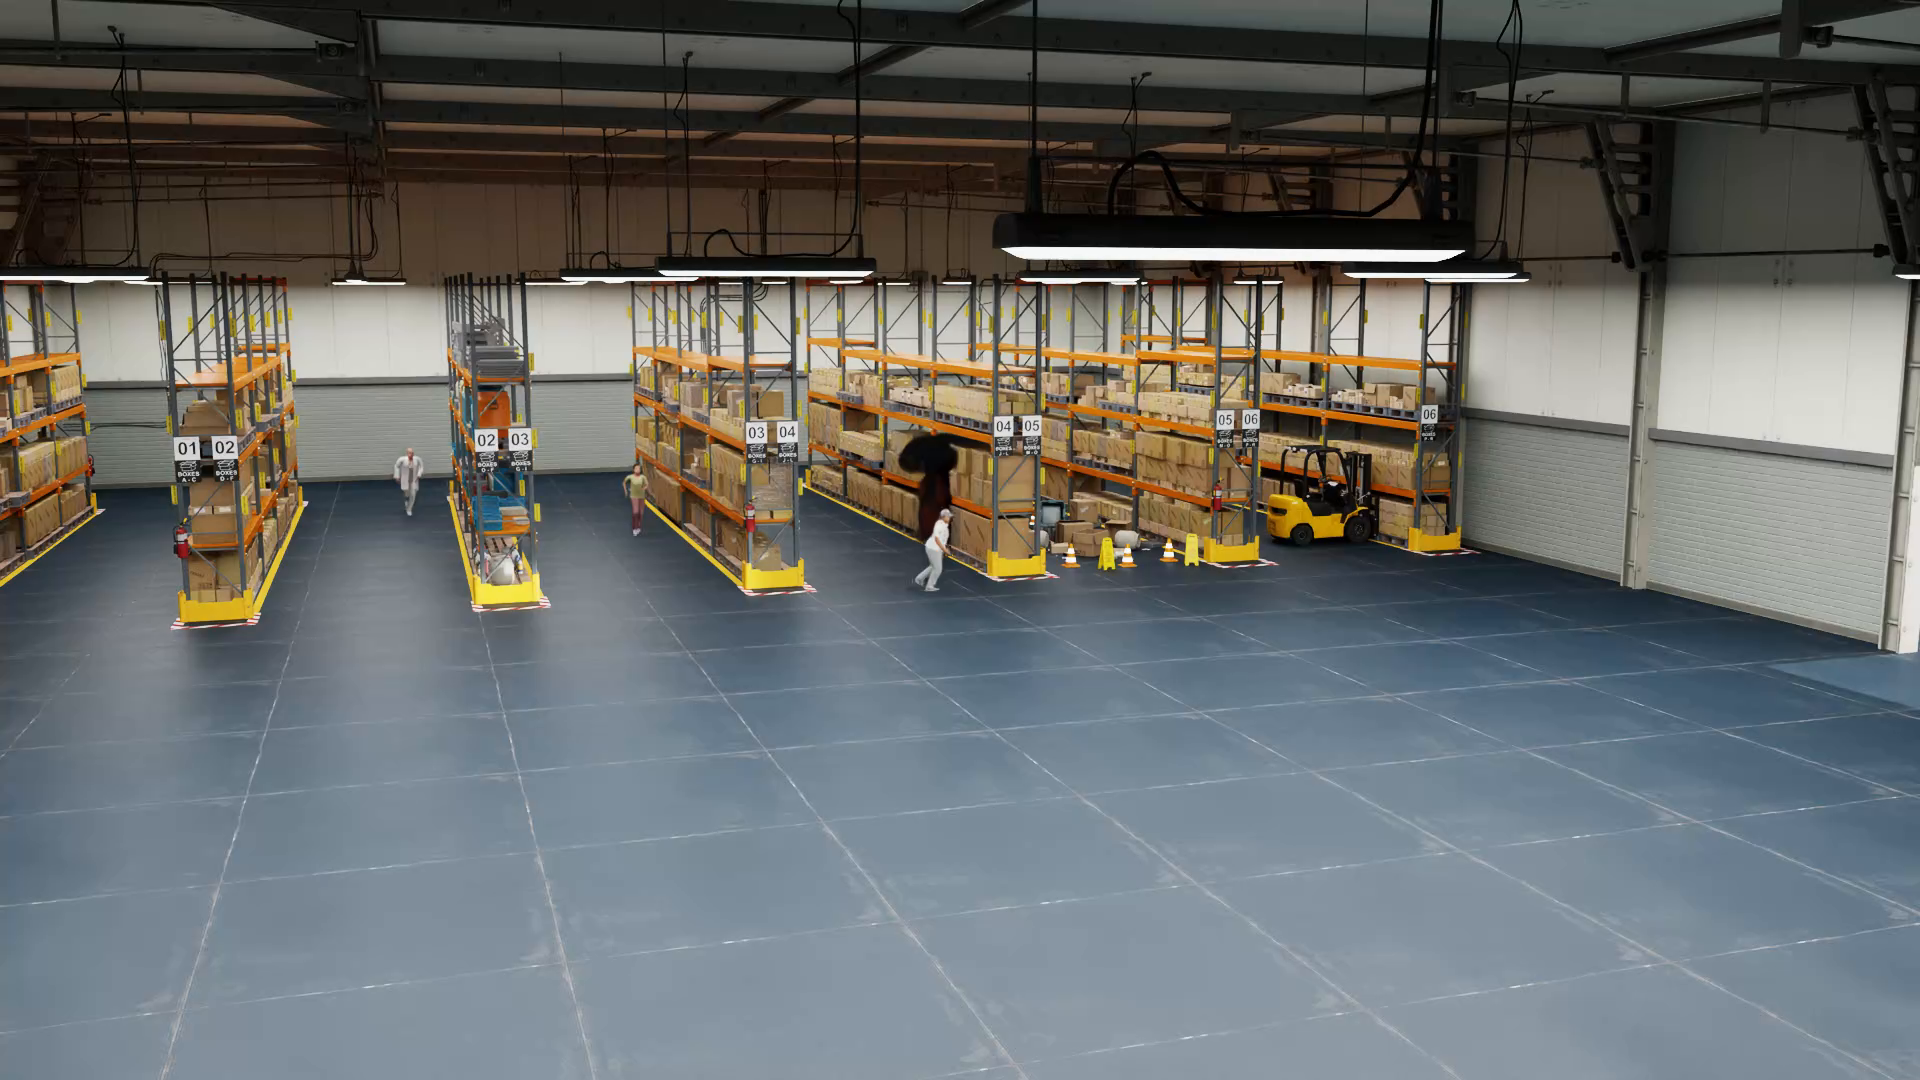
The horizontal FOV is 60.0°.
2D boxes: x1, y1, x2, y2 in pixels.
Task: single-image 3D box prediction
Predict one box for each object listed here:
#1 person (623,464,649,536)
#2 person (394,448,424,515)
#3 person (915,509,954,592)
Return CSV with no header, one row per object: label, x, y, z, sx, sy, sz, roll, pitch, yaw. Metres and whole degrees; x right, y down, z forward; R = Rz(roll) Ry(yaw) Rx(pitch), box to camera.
person,-7.527,-0.939,38.773,0.564,1.683,0.689,-4,9,-24
person,-14.042,-1.503,42.391,0.713,1.711,0.705,-5,10,-29
person,-0.482,0.188,31.602,0.765,1.586,0.593,1,9,4
